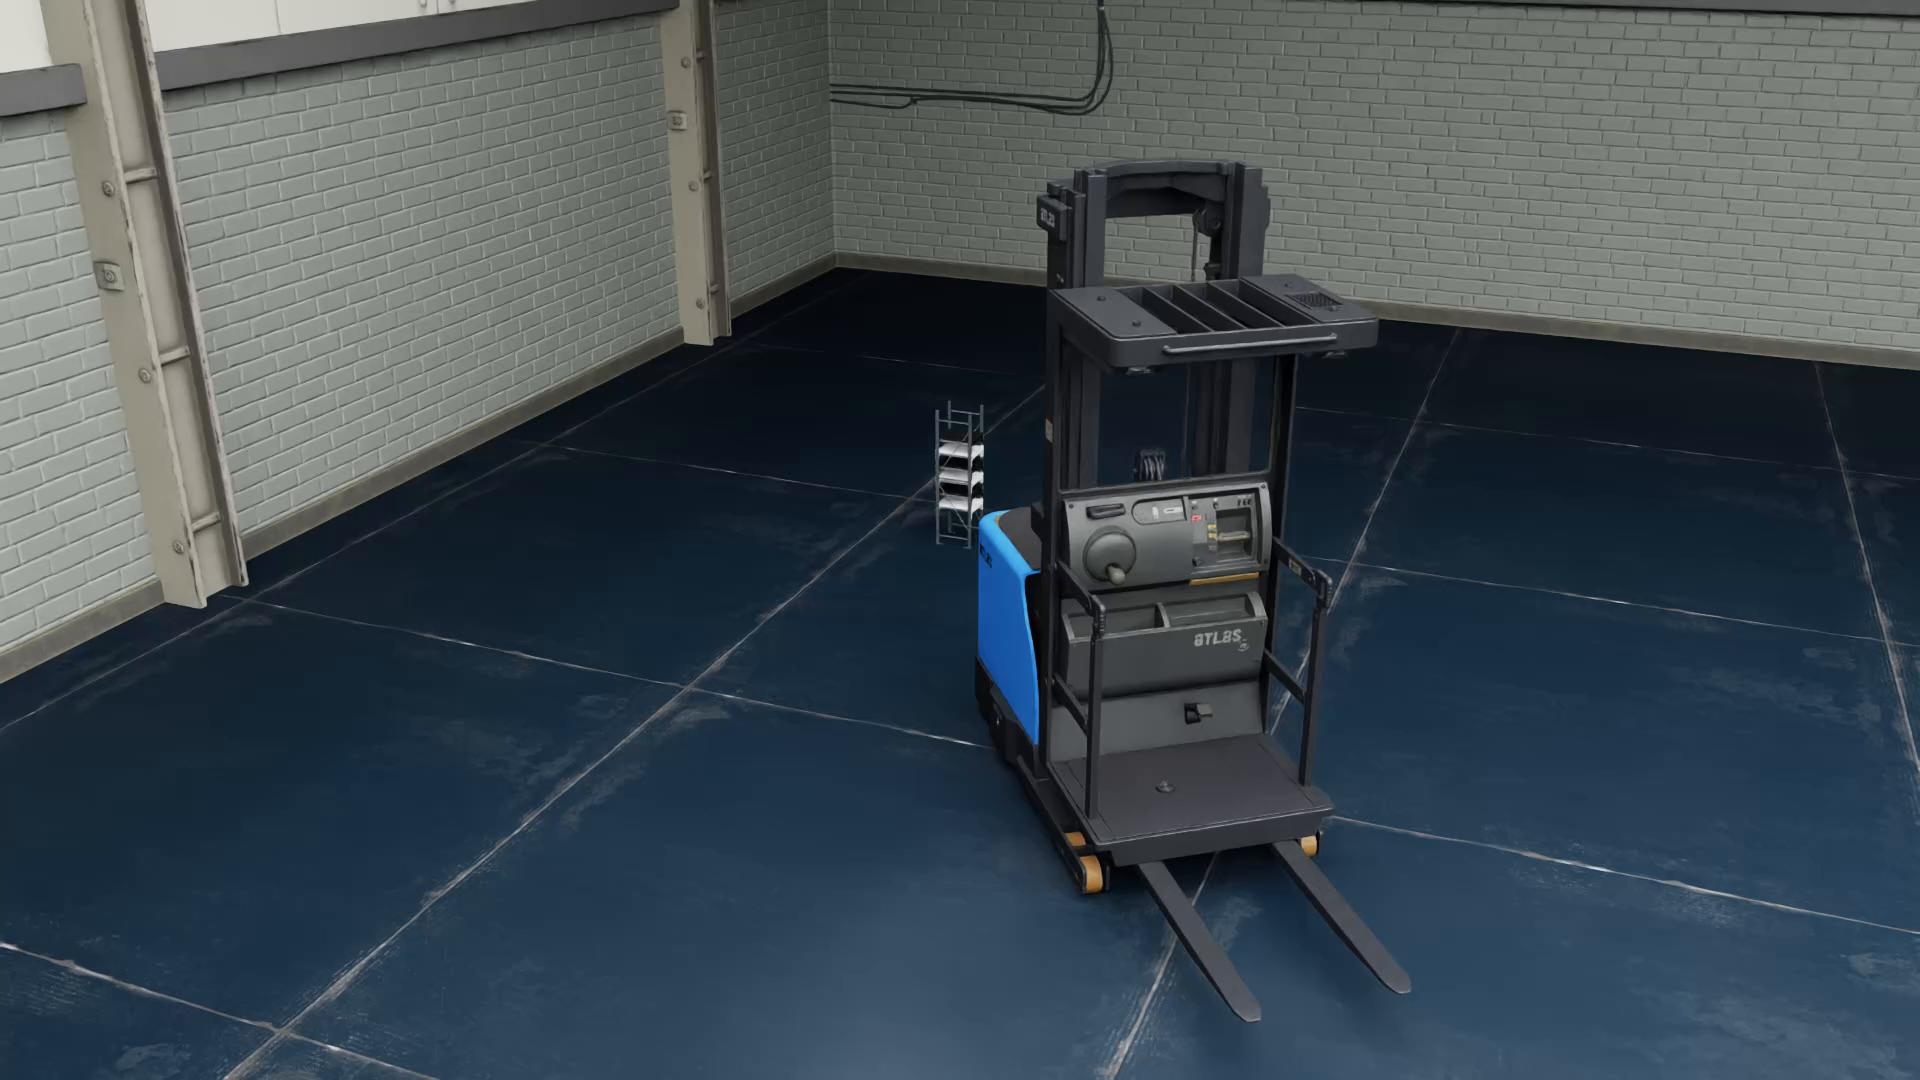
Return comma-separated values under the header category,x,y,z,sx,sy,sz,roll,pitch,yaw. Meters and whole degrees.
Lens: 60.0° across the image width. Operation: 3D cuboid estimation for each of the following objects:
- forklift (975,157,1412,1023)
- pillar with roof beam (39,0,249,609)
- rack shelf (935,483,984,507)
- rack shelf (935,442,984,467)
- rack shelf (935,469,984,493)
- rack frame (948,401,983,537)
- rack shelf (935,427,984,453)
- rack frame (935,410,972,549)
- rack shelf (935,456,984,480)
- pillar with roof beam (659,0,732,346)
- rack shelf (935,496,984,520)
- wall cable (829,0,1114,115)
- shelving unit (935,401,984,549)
category,x,y,z,sx,sy,sz,roll,pitch,yaw
forklift,0.958,-0.003,6.954,1.130,2.935,3.031,-6,23,-14
pillar with roof beam,-0.538,-3.223,6.791,9.100,9.000,0.400,9,24,20
rack shelf,-0.003,-0.299,10.617,0.258,0.077,0.200,9,24,20
rack shelf,-0.003,-0.548,10.513,0.258,0.077,0.200,9,24,20
rack shelf,-0.003,-0.382,10.582,0.258,0.077,0.200,9,24,20
rack frame,0.035,-0.449,10.657,0.240,0.900,0.006,9,24,20
rack shelf,-0.003,-0.631,10.478,0.258,0.077,0.200,9,24,20
rack frame,-0.041,-0.376,10.483,0.240,0.900,0.006,9,24,20
rack shelf,-0.003,-0.465,10.548,0.258,0.077,0.200,9,24,20
pillar with roof beam,1.691,-5.370,11.932,9.100,9.000,0.400,9,24,20
rack shelf,-0.003,-0.215,10.652,0.258,0.077,0.200,9,24,20
wall cable,0.016,-5.419,16.076,3.097,2.526,0.112,9,24,20
shelving unit,-0.003,-0.412,10.570,0.258,0.900,0.210,9,24,20
